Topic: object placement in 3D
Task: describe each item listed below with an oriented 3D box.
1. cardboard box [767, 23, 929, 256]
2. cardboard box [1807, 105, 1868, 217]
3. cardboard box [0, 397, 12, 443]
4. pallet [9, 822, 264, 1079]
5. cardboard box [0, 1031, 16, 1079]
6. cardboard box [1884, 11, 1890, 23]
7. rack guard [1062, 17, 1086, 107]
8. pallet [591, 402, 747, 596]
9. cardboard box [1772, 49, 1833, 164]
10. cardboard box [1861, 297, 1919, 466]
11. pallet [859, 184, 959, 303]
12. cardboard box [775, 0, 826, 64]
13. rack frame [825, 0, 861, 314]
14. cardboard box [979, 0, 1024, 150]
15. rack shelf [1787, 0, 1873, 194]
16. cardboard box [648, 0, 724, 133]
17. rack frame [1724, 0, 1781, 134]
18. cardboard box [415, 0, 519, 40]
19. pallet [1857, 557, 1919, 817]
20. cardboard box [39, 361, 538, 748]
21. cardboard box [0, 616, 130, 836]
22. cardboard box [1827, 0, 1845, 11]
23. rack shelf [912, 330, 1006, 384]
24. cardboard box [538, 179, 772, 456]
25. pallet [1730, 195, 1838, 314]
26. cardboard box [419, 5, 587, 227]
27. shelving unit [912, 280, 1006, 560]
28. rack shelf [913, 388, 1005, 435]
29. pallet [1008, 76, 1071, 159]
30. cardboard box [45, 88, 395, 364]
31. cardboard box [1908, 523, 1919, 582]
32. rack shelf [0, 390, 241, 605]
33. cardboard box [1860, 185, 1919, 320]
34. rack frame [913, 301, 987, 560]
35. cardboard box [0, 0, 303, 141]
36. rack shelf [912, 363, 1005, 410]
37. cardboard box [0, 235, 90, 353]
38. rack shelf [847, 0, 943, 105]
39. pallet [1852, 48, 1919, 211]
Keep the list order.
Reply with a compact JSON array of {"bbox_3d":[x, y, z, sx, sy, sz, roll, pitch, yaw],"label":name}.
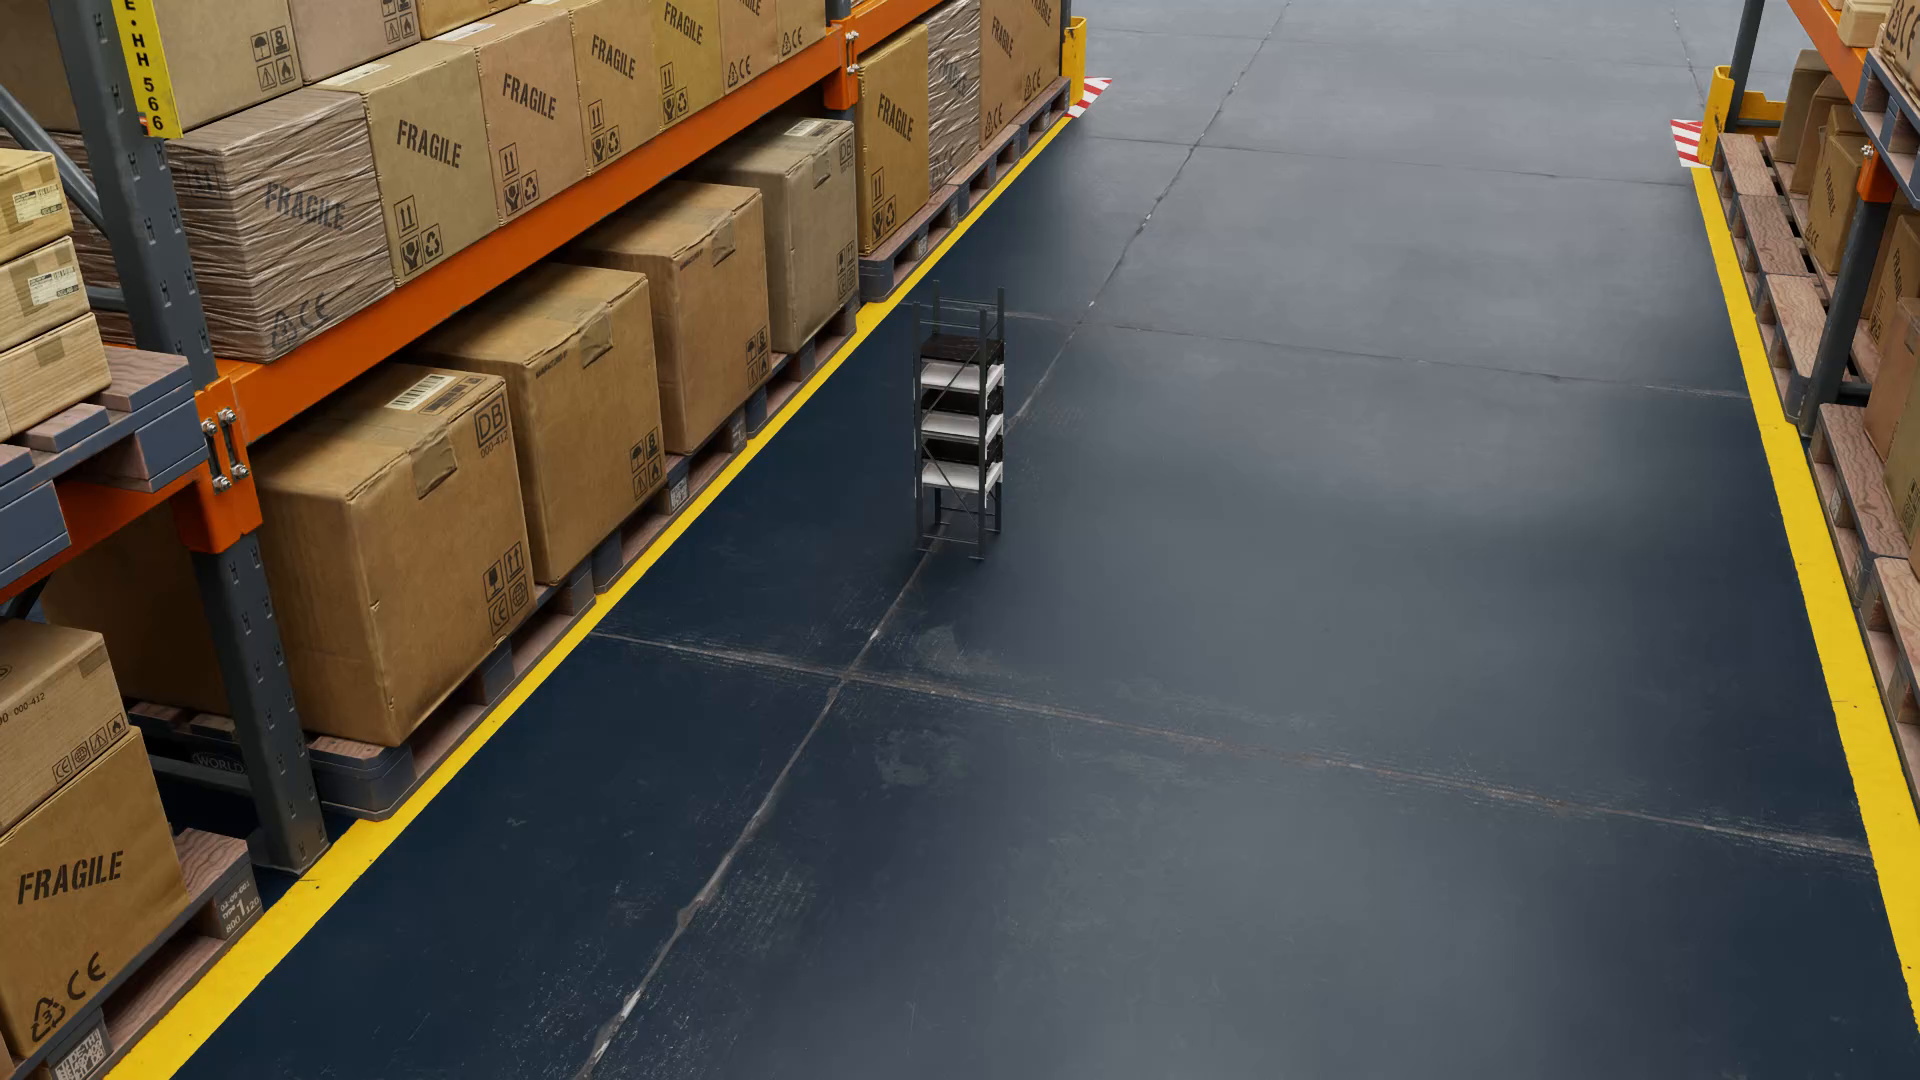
[{"bbox_3d":[-0.702,-1.951,7.924,0.875,0.875,0.875,9,30,16],"label":"cardboard box"},{"bbox_3d":[4.389,-1.750,7.949,0.500,0.500,0.500,11,31,20],"label":"cardboard box"},{"bbox_3d":[-1.907,-0.218,2.883,0.380,0.149,0.250,8,30,15],"label":"cardboard box"},{"bbox_3d":[-2.358,1.027,3.686,1.003,0.211,1.213,8,30,15],"label":"pallet"},{"bbox_3d":[-2.226,0.938,3.117,0.500,0.500,0.500,10,31,17],"label":"cardboard box"},{"bbox_3d":[3.754,-1.913,6.362,0.380,0.149,0.250,8,30,15],"label":"cardboard box"},{"bbox_3d":[0.228,-3.191,10.972,1.175,0.500,0.348,8,30,15],"label":"rack guard"},{"bbox_3d":[-1.464,-0.257,5.994,1.003,0.211,1.213,8,30,15],"label":"pallet"},{"bbox_3d":[4.733,-2.321,8.976,0.500,0.500,0.500,14,32,24],"label":"cardboard box"},{"bbox_3d":[3.558,-0.476,5.639,0.700,0.500,0.500,6,30,11],"label":"cardboard box"},{"bbox_3d":[-0.655,-1.537,8.296,1.003,0.211,1.213,8,30,15],"label":"pallet"},{"bbox_3d":[-0.851,-2.176,6.474,0.500,0.500,0.500,8,30,15],"label":"cardboard box"},{"bbox_3d":[-0.953,-2.413,7.003,1.000,3.000,0.127,8,30,15],"label":"rack frame"},{"bbox_3d":[-0.171,-2.793,9.439,0.875,0.875,0.875,8,30,14],"label":"cardboard box"},{"bbox_3d":[4.346,-2.274,7.491,1.077,0.370,4.000,8,30,15],"label":"rack shelf"},{"bbox_3d":[-1.147,-1.707,5.629,0.500,0.500,0.500,9,30,15],"label":"cardboard box"},{"bbox_3d":[4.933,-3.517,8.987,1.000,3.000,0.127,8,30,15],"label":"rack frame"},{"bbox_3d":[-1.690,-1.716,4.618,0.700,0.500,0.500,8,30,14],"label":"cardboard box"},{"bbox_3d":[3.175,0.491,4.650,1.003,0.211,1.213,8,30,15],"label":"pallet"},{"bbox_3d":[-1.863,-0.025,4.591,1.050,0.750,0.750,8,30,14],"label":"cardboard box"},{"bbox_3d":[-2.077,0.382,3.346,0.500,0.250,0.500,8,30,14],"label":"cardboard box"},{"bbox_3d":[3.995,-2.386,7.211,0.380,0.149,0.250,8,30,15],"label":"cardboard box"},{"bbox_3d":[-0.002,-0.596,5.409,0.258,0.077,0.200,8,30,15],"label":"rack shelf"},{"bbox_3d":[-1.336,-0.865,6.101,1.050,0.750,0.750,8,30,15],"label":"cardboard box"},{"bbox_3d":[4.278,-1.326,7.916,1.003,0.211,1.213,8,30,15],"label":"pallet"},{"bbox_3d":[-1.442,-1.239,4.789,0.500,0.500,0.500,8,30,15],"label":"cardboard box"},{"bbox_3d":[-0.002,-0.389,5.524,0.258,0.900,0.210,8,30,15],"label":"shelving unit"},{"bbox_3d":[-0.002,-0.439,5.497,0.258,0.077,0.200,8,30,15],"label":"rack shelf"},{"bbox_3d":[0.061,-2.671,10.334,1.003,0.211,1.213,8,30,15],"label":"pallet"},{"bbox_3d":[-1.737,-0.768,3.942,0.500,0.500,0.500,9,30,15],"label":"cardboard box"},{"bbox_3d":[3.236,0.003,4.778,0.700,0.500,0.500,6,30,11],"label":"cardboard box"},{"bbox_3d":[-2.714,0.689,2.165,1.077,0.370,4.000,8,30,15],"label":"rack shelf"},{"bbox_3d":[4.075,-1.197,6.956,0.500,0.500,0.500,19,34,30],"label":"cardboard box"},{"bbox_3d":[-0.032,-0.342,5.440,0.240,0.900,0.006,8,30,15],"label":"rack frame"},{"bbox_3d":[-1.986,-1.242,3.766,0.700,0.500,0.500,8,30,15],"label":"cardboard box"},{"bbox_3d":[-0.002,-0.518,5.453,0.258,0.077,0.200,8,30,15],"label":"rack shelf"},{"bbox_3d":[-1.837,-0.464,3.018,0.380,0.149,0.250,9,30,16],"label":"cardboard box"},{"bbox_3d":[-0.366,-3.028,8.848,1.077,0.370,4.000,8,30,15],"label":"rack shelf"},{"bbox_3d":[3.395,-1.240,5.091,1.003,0.211,1.213,8,30,15],"label":"pallet"}]
